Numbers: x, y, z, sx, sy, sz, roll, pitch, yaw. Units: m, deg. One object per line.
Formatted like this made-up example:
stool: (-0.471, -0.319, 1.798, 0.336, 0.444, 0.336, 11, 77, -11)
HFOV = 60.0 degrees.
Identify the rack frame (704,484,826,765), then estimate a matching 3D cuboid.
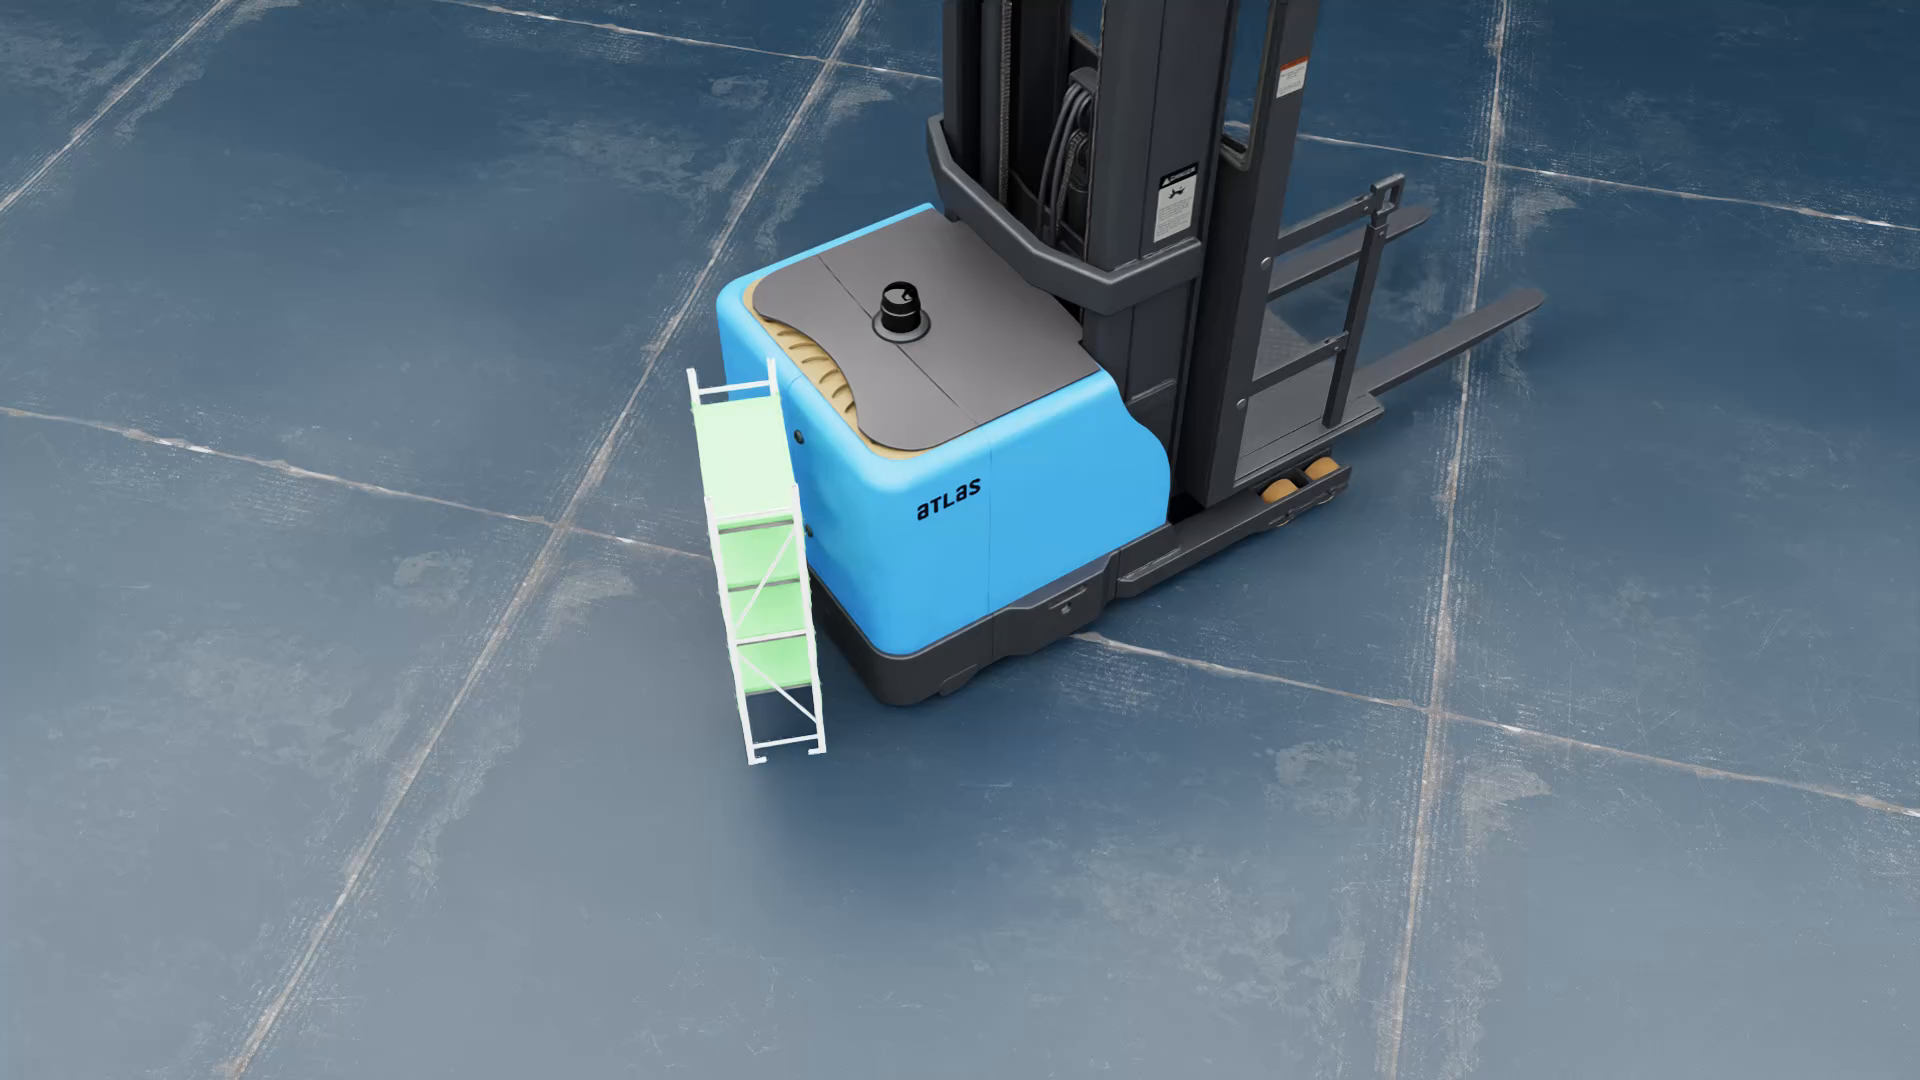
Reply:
rack frame: (-0.535, 0.275, 4.707, 0.240, 1.200, 0.015, -8, 49, -7)

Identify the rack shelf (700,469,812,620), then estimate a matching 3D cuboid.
rack shelf: (-0.582, -0.021, 4.733, 0.258, 0.148, 0.480, -8, 49, -7)

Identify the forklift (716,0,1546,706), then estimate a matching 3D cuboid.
forklift: (0.762, -1.325, 4.964, 3.031, 2.935, 1.130, -26, 54, -21)

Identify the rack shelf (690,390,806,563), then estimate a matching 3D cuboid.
rack shelf: (-0.582, -0.180, 4.553, 0.258, 0.148, 0.480, -8, 49, -7)

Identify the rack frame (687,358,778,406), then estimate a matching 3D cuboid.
rack frame: (-0.630, -0.084, 5.024, 0.240, 1.200, 0.015, -8, 49, -7)

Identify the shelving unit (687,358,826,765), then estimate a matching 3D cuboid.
shelving unit: (-0.582, 0.096, 4.865, 0.258, 1.200, 0.503, -8, 49, -7)

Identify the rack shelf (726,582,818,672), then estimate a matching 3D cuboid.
rack shelf: (-0.582, 0.138, 4.913, 0.258, 0.148, 0.480, -8, 49, -7)

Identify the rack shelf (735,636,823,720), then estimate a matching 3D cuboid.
rack shelf: (-0.582, 0.297, 5.093, 0.258, 0.148, 0.480, -8, 49, -7)
